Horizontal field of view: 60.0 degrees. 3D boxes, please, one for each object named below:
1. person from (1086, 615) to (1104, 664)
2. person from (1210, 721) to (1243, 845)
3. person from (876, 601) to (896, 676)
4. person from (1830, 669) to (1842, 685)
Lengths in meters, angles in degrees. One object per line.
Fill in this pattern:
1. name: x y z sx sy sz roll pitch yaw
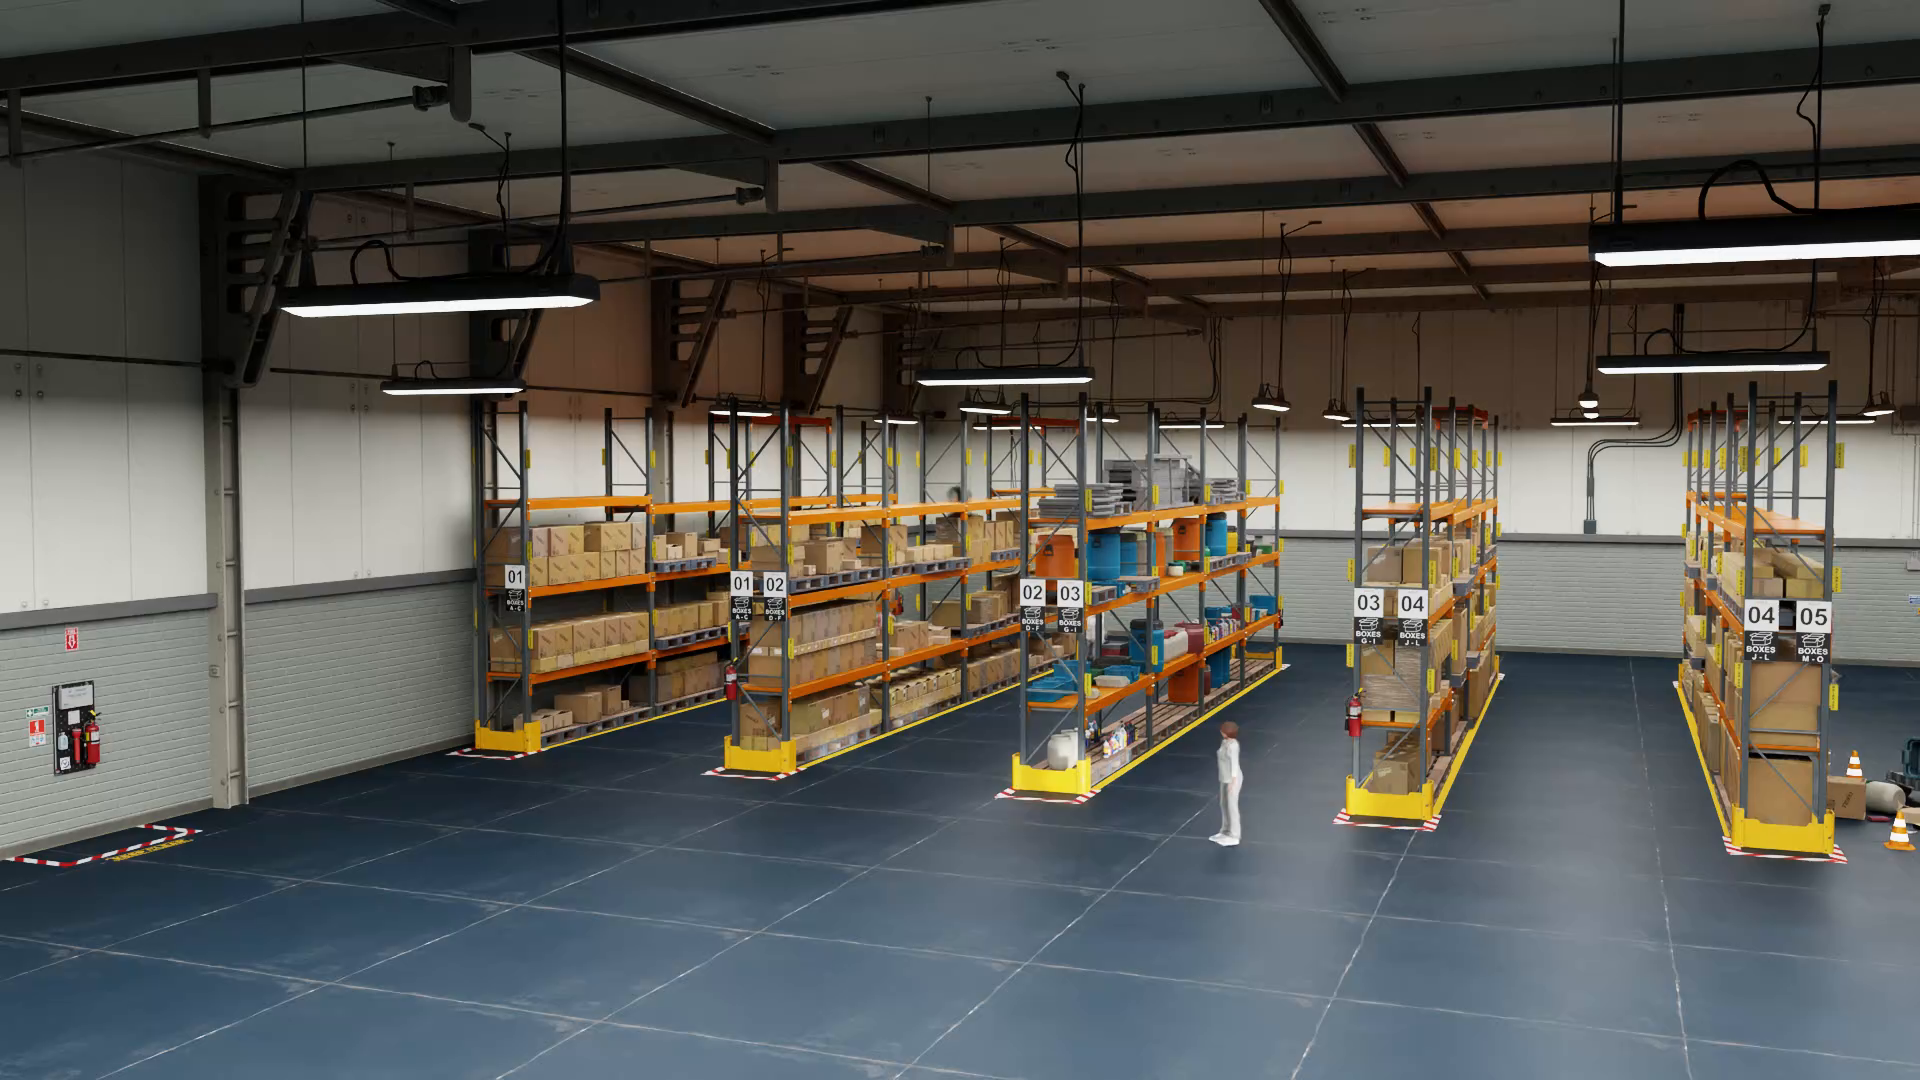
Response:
1. person: 3.083 2.297 38.336 0.514 1.656 0.707 1 3 20
2. person: 3.468 3.138 21.564 0.375 1.599 0.470 -1 3 -12
3. person: -1.750 2.274 37.648 0.534 1.793 0.595 2 3 30
4. person: 18.885 2.362 36.553 0.866 1.679 0.564 1 3 19
